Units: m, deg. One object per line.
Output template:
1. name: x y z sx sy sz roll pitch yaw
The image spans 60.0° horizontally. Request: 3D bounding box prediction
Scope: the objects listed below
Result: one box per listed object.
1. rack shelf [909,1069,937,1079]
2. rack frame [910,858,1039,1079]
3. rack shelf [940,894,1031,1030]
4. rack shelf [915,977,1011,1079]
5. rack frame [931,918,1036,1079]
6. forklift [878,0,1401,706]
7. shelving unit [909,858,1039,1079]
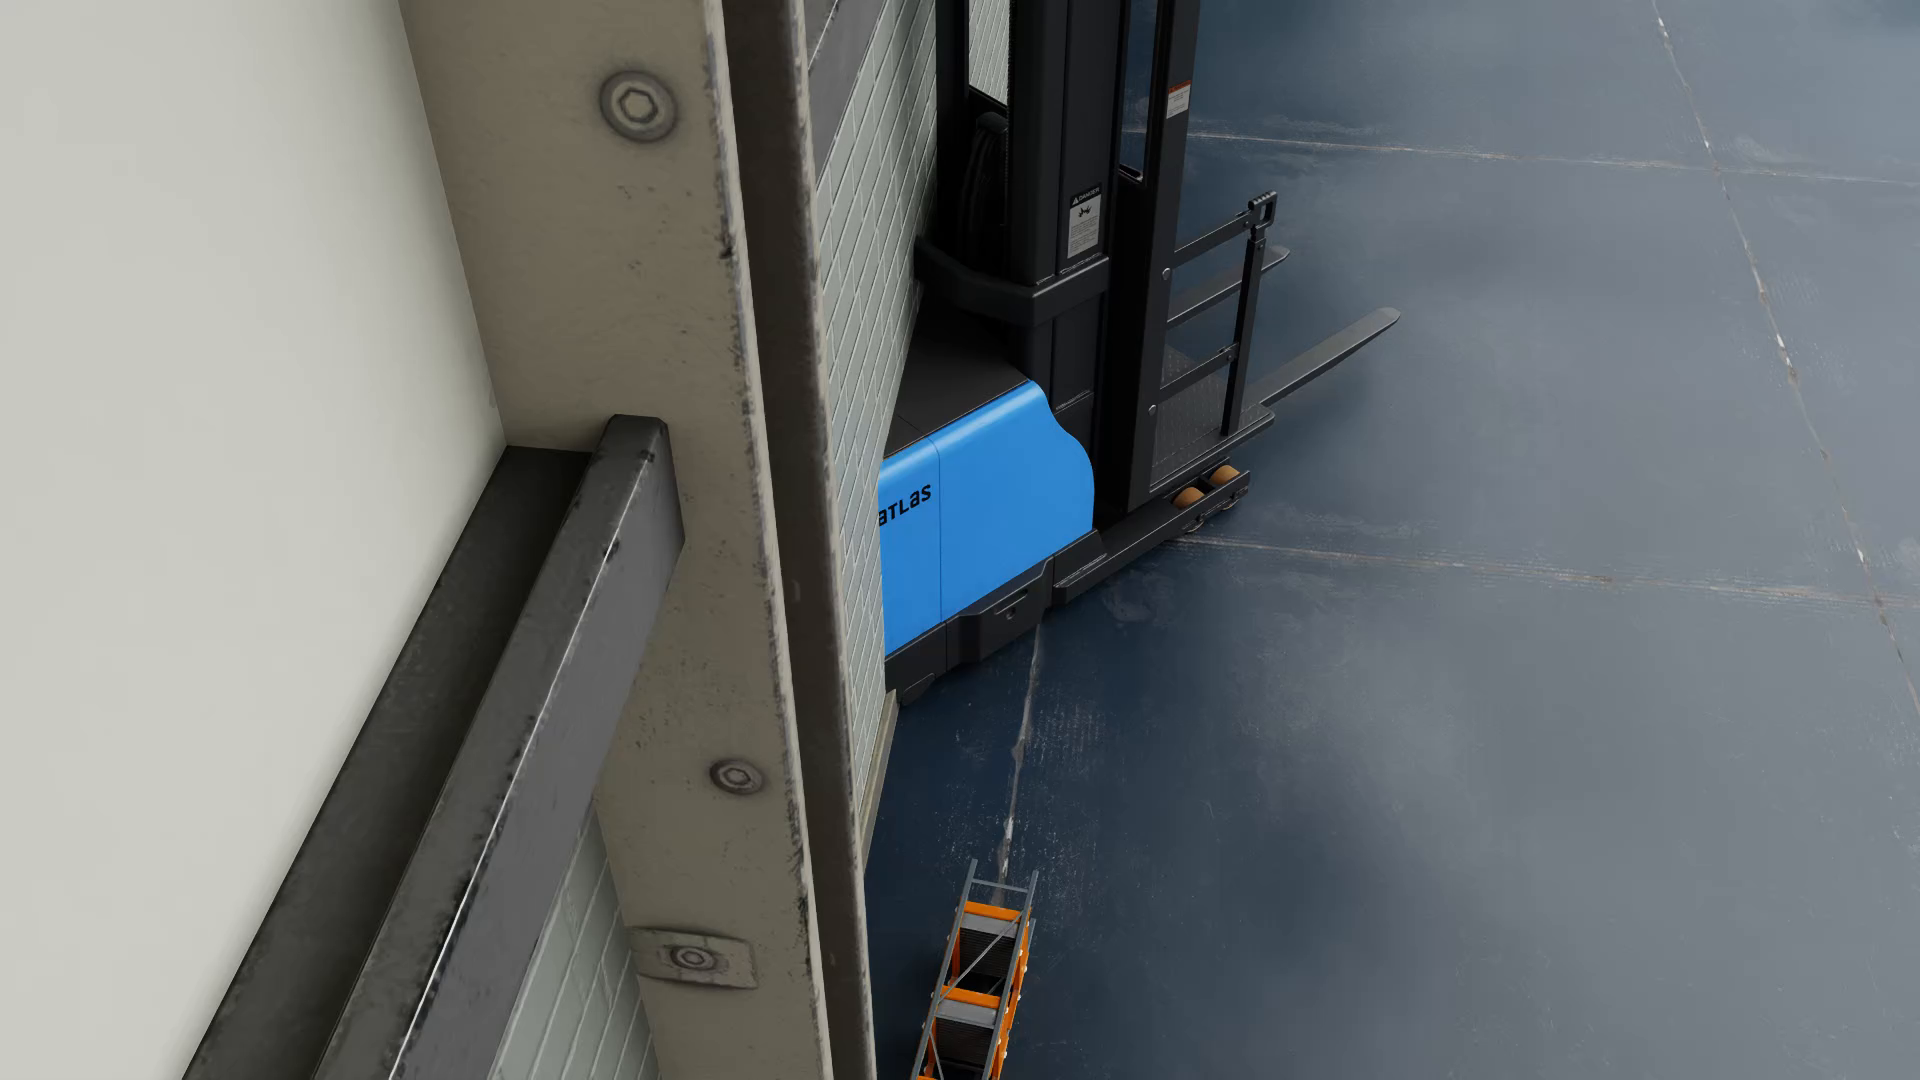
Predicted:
1. rack shelf: -0.055 1.588 4.385 0.215 0.240 0.259 9 44 10
2. rack frame: 0.012 1.306 4.505 0.200 0.008 1.050 9 44 10
3. rack shelf: 0.075 1.212 4.782 0.215 0.240 0.259 9 44 10
4. rack shelf: 0.009 1.402 4.582 0.215 0.240 0.259 9 44 10
5. rack frame: 0.012 1.483 4.673 0.200 0.008 1.050 9 44 10
6. forklift: 0.474 -1.344 5.537 3.031 2.935 1.130 -31 51 -28
7. shelving unit: 0.012 1.395 4.589 0.215 0.252 1.050 9 44 10
